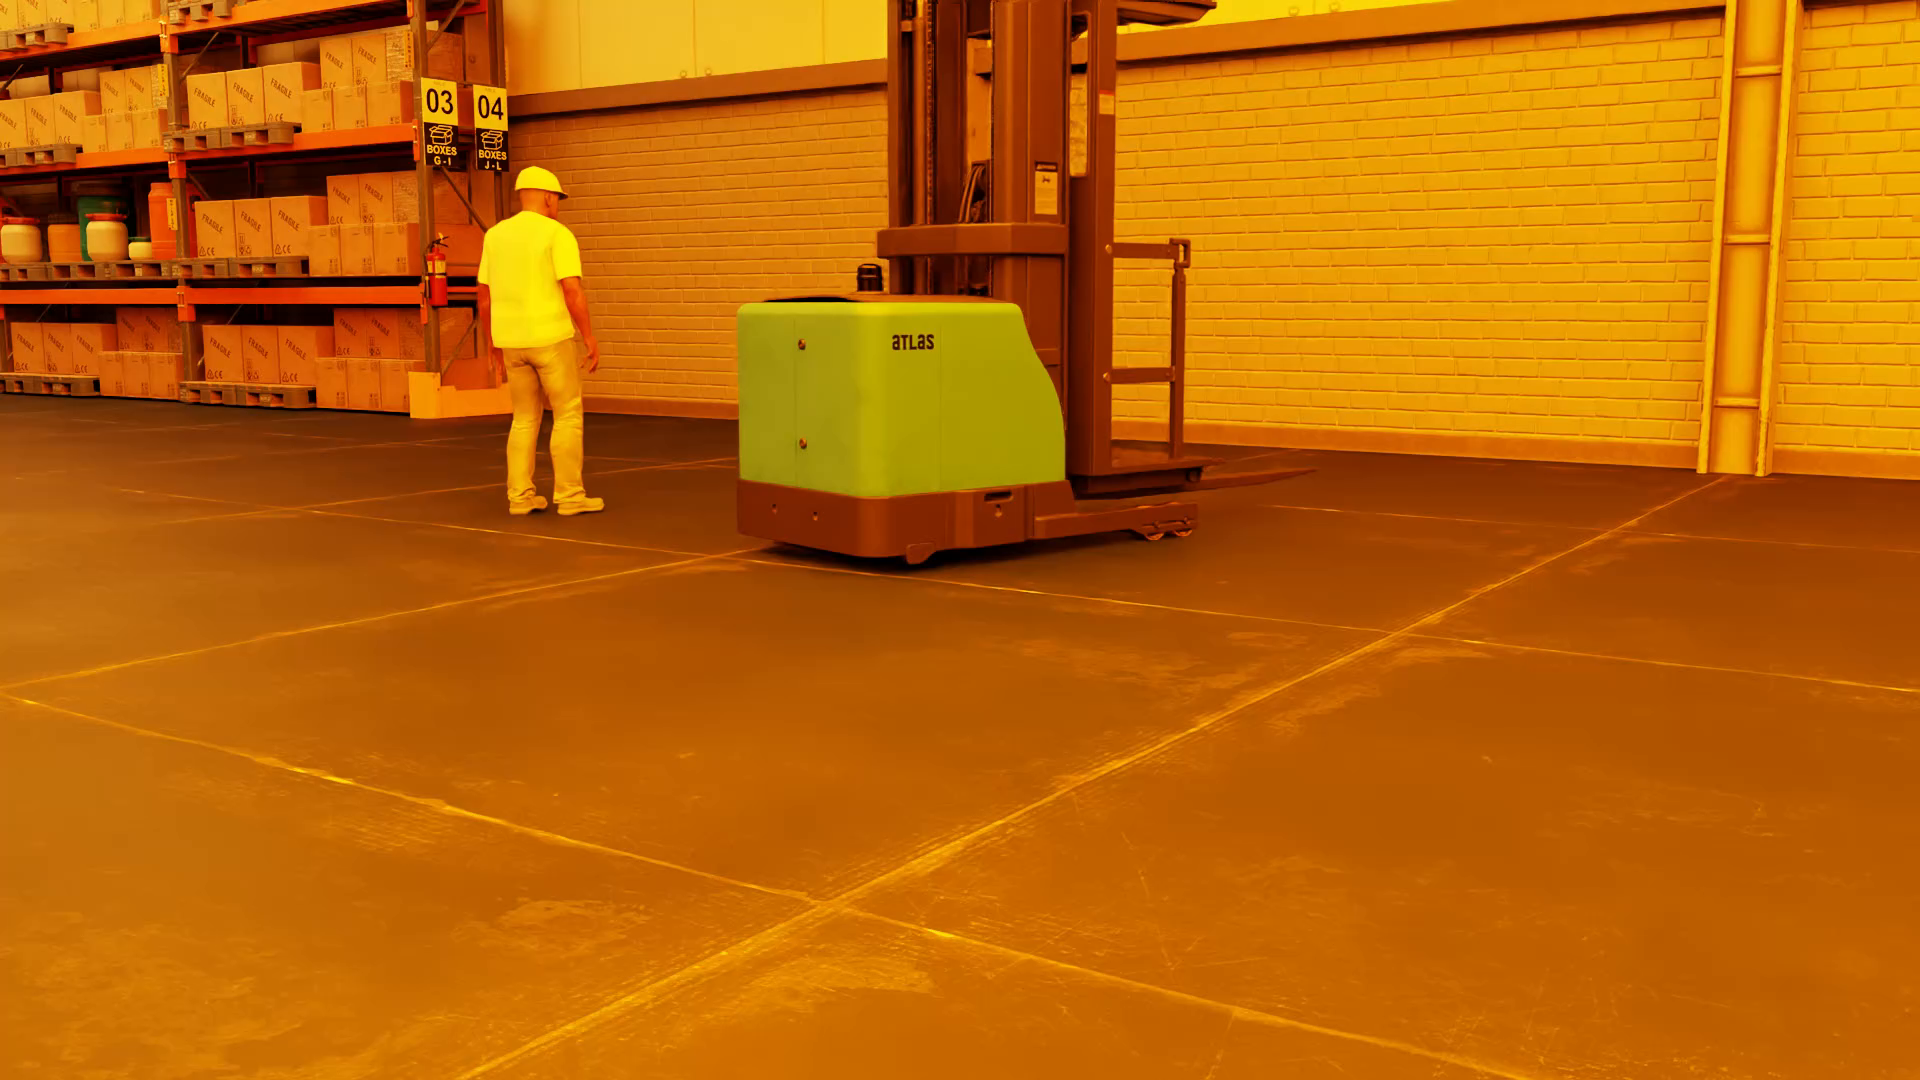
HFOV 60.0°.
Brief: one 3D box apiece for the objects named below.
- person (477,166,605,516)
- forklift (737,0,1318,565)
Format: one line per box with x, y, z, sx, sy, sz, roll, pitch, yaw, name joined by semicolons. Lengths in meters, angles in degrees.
-2.135;-1.012;8.485;0.678;1.759;0.448;3;9;23;person
0.477;-1.497;7.717;3.031;2.935;1.130;-7;10;-39;forklift
